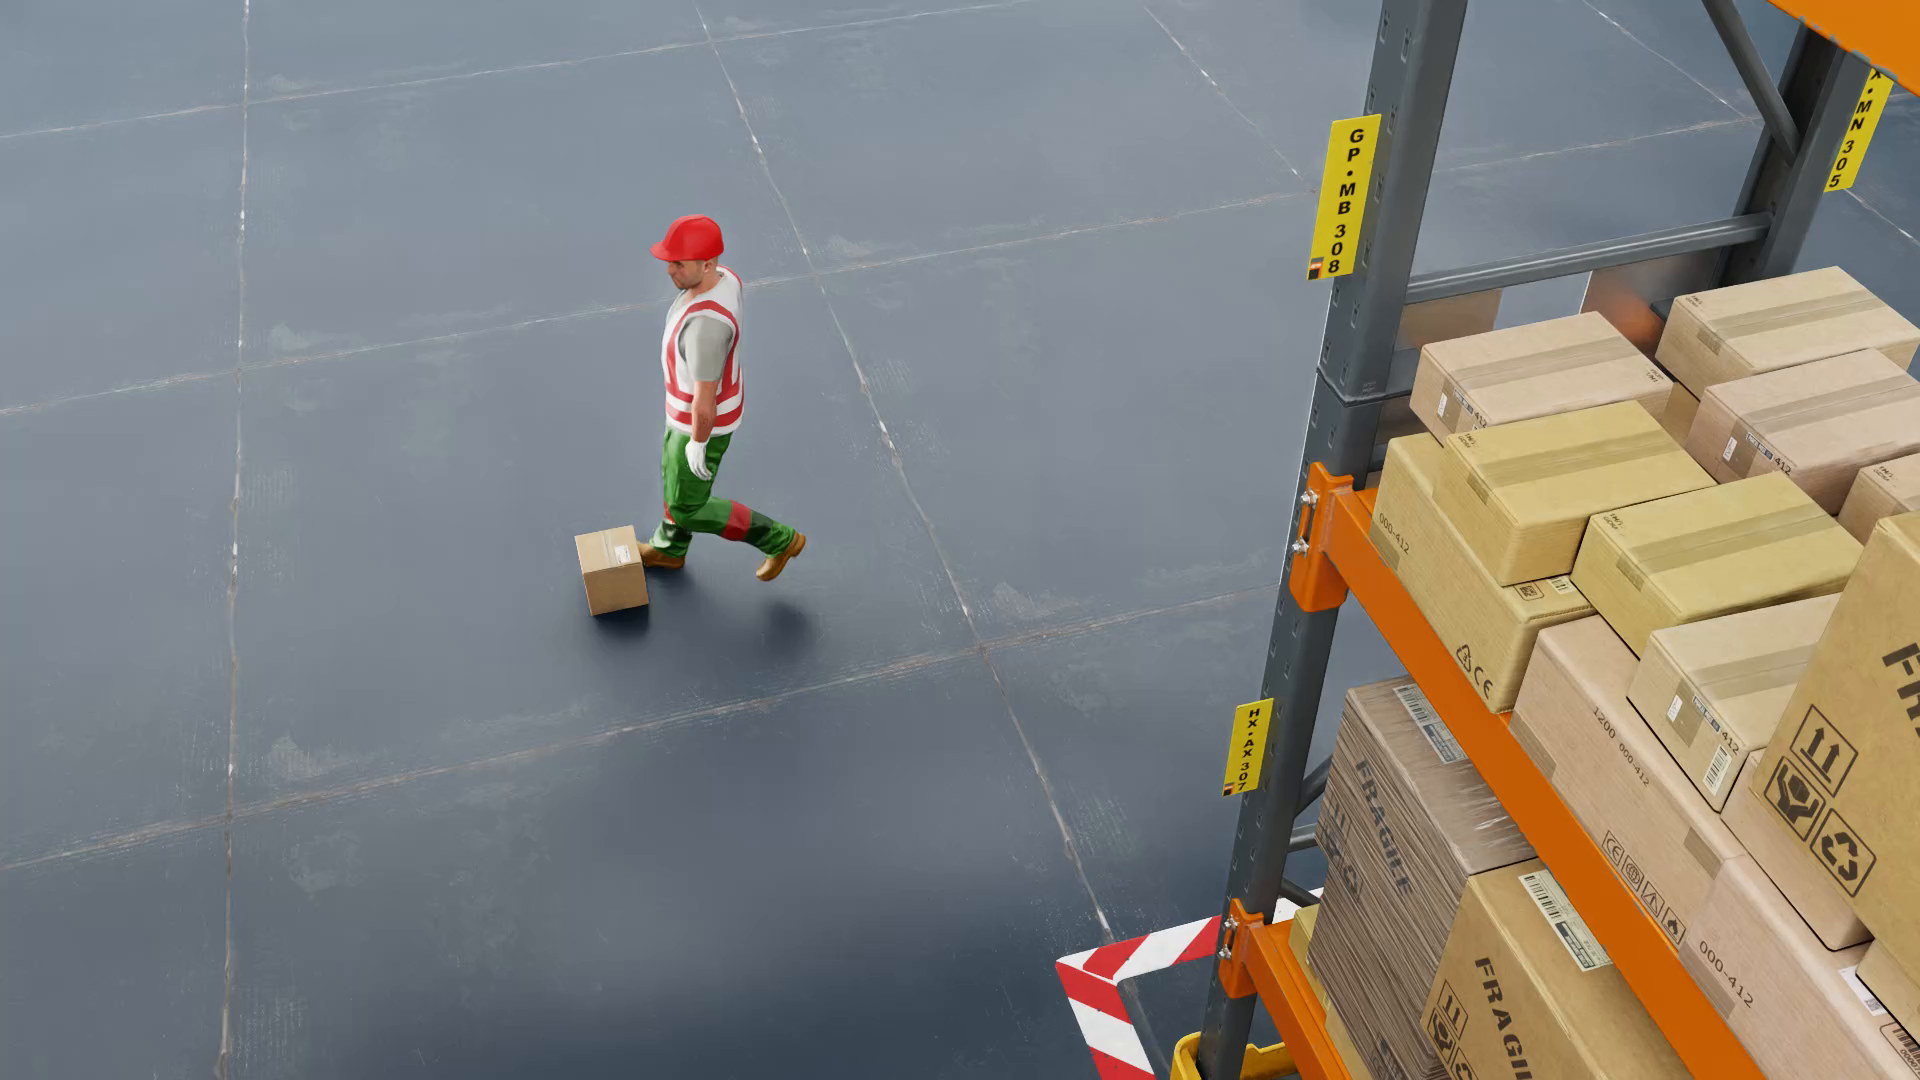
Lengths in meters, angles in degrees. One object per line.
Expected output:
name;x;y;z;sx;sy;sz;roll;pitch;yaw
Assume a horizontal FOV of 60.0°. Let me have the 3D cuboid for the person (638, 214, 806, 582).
person;-1.085;-0.520;6.746;0.849;1.765;0.579;-2;42;-3
